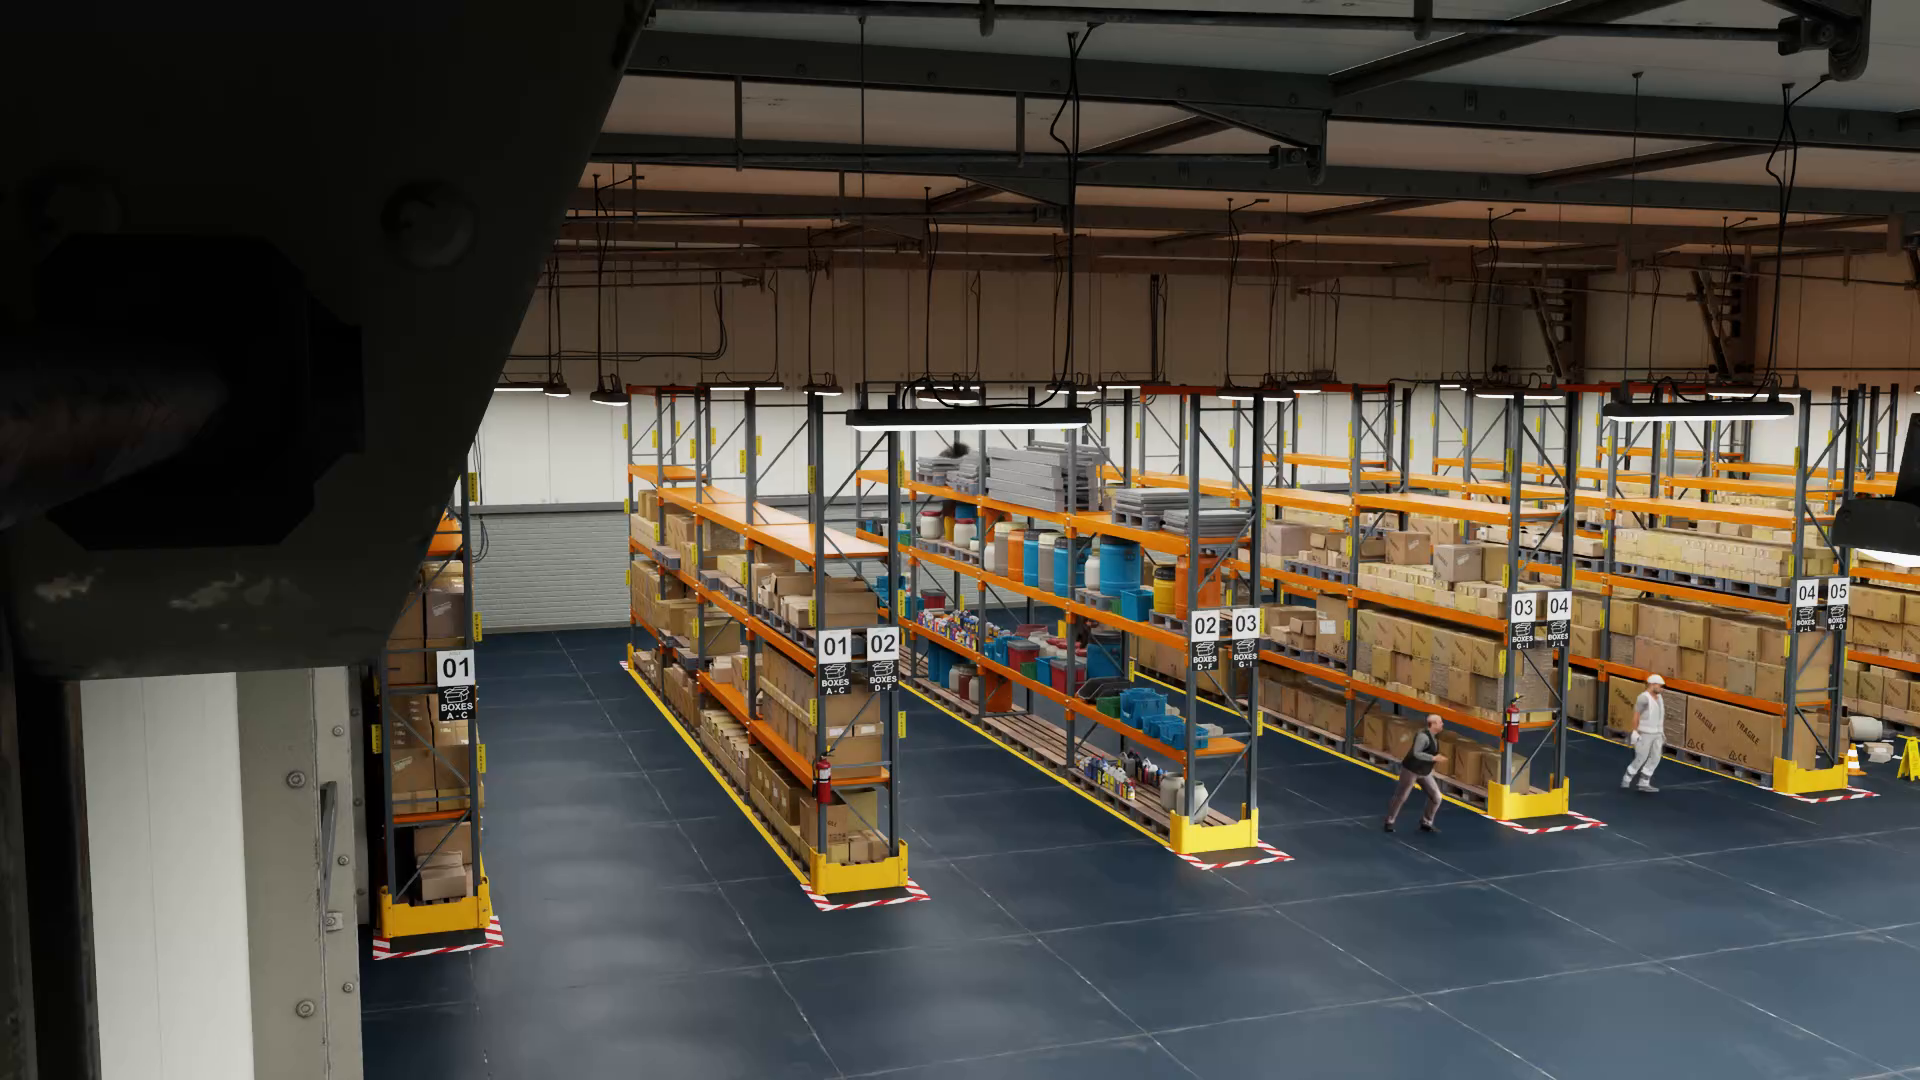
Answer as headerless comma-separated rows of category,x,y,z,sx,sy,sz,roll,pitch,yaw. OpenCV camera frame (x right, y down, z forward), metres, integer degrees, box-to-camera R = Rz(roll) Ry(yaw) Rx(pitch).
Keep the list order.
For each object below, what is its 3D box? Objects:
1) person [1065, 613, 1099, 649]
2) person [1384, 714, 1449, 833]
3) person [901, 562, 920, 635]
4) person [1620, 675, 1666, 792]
person,2.548,1.936,34.810,0.713,1.558,1.174,1,6,5
person,6.280,3.195,22.694,0.734,1.658,0.846,-6,8,-44
person,-1.225,1.388,39.597,0.581,1.763,0.699,3,6,24
person,10.235,2.885,24.867,0.660,1.766,0.469,-4,7,-33
